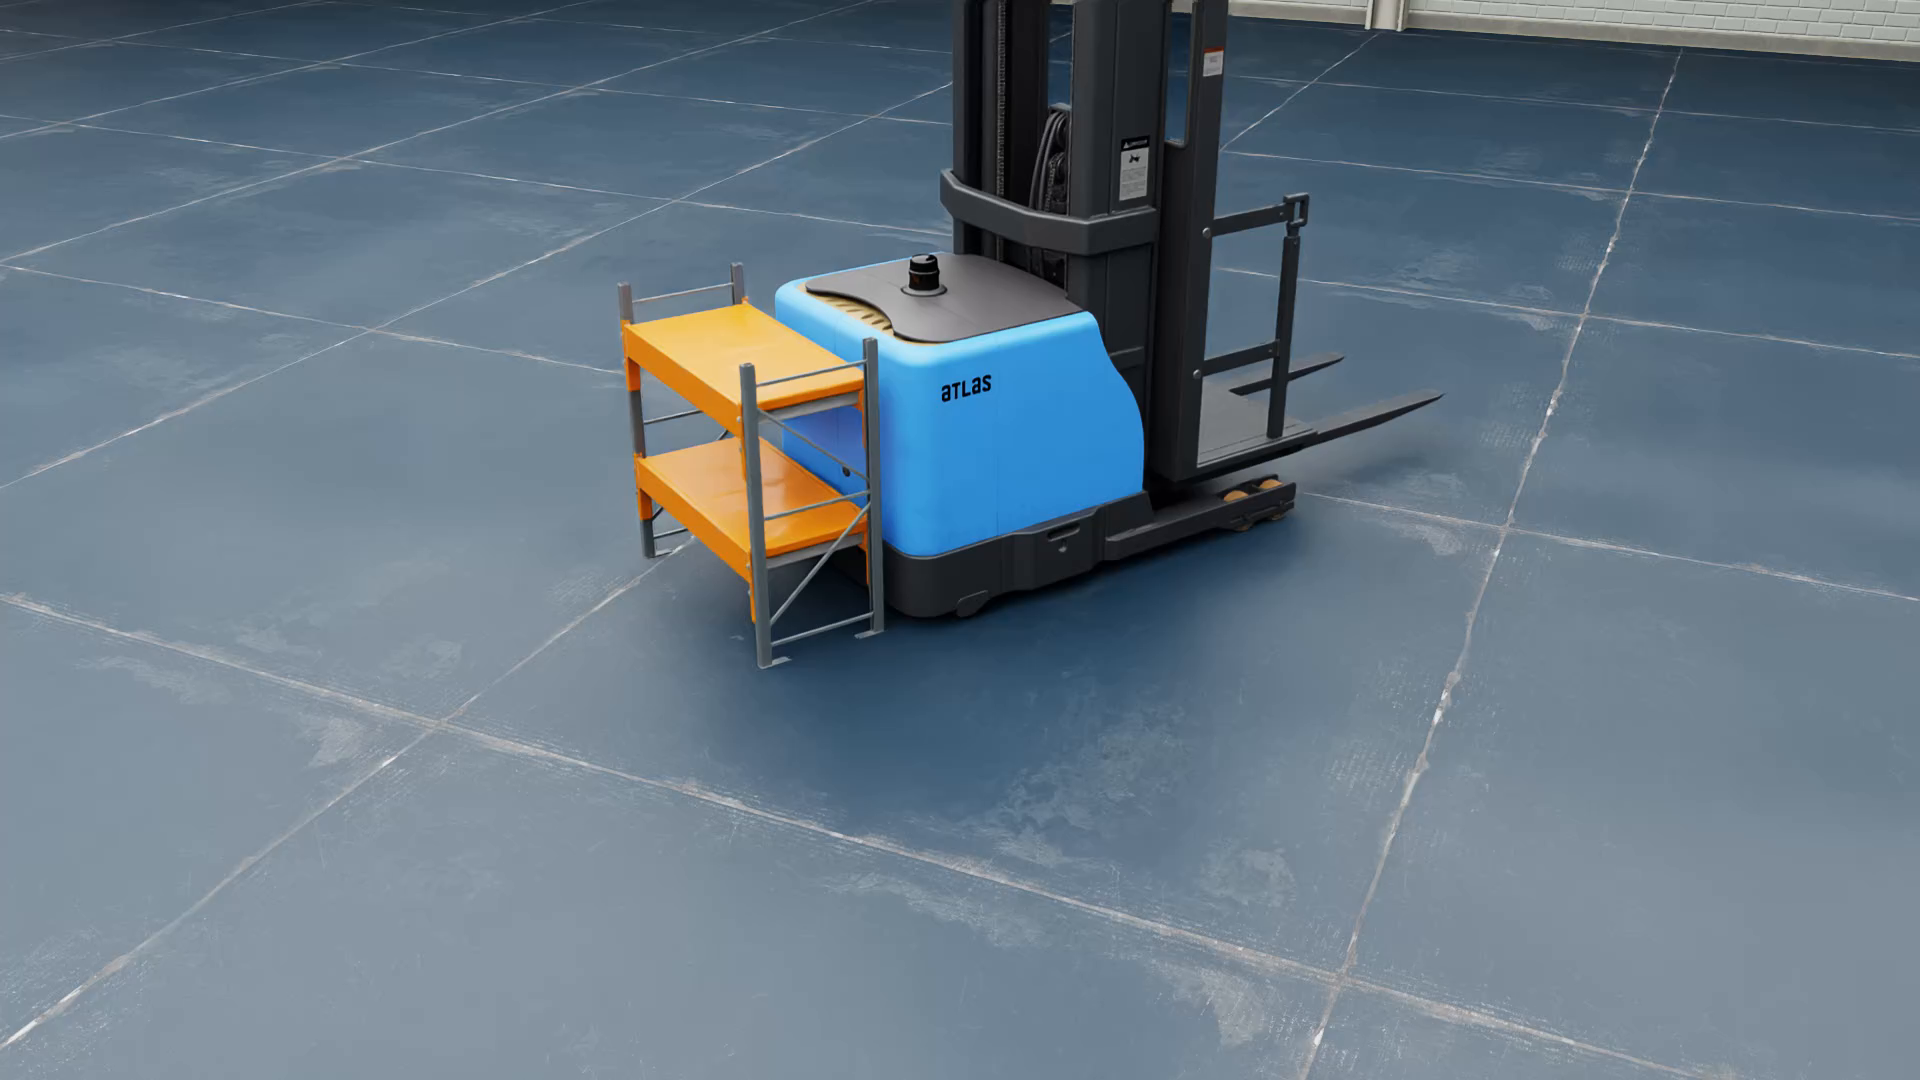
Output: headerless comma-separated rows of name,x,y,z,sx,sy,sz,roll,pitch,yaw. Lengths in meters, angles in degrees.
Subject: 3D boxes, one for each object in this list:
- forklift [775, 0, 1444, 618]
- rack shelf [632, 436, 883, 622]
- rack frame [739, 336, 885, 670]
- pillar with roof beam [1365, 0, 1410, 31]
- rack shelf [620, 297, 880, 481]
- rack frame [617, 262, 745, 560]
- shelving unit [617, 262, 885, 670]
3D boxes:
forklift,0.784,-1.524,6.526,3.031,2.935,1.130,-17,31,-31
rack shelf,-0.769,-0.084,6.201,0.538,0.278,1.000,-16,30,-29
rack frame,-0.494,-0.115,5.710,0.500,1.125,0.032,-16,30,-29
pillar with roof beam,2.835,-7.857,12.520,0.400,9.000,9.100,11,28,22
rack shelf,-0.769,-0.566,5.964,0.538,0.278,1.000,-16,30,-29
rack frame,-1.045,-0.492,6.476,0.500,1.125,0.032,-16,30,-29
shelving unit,-0.769,-0.304,6.093,0.538,1.125,1.048,-16,30,-29
